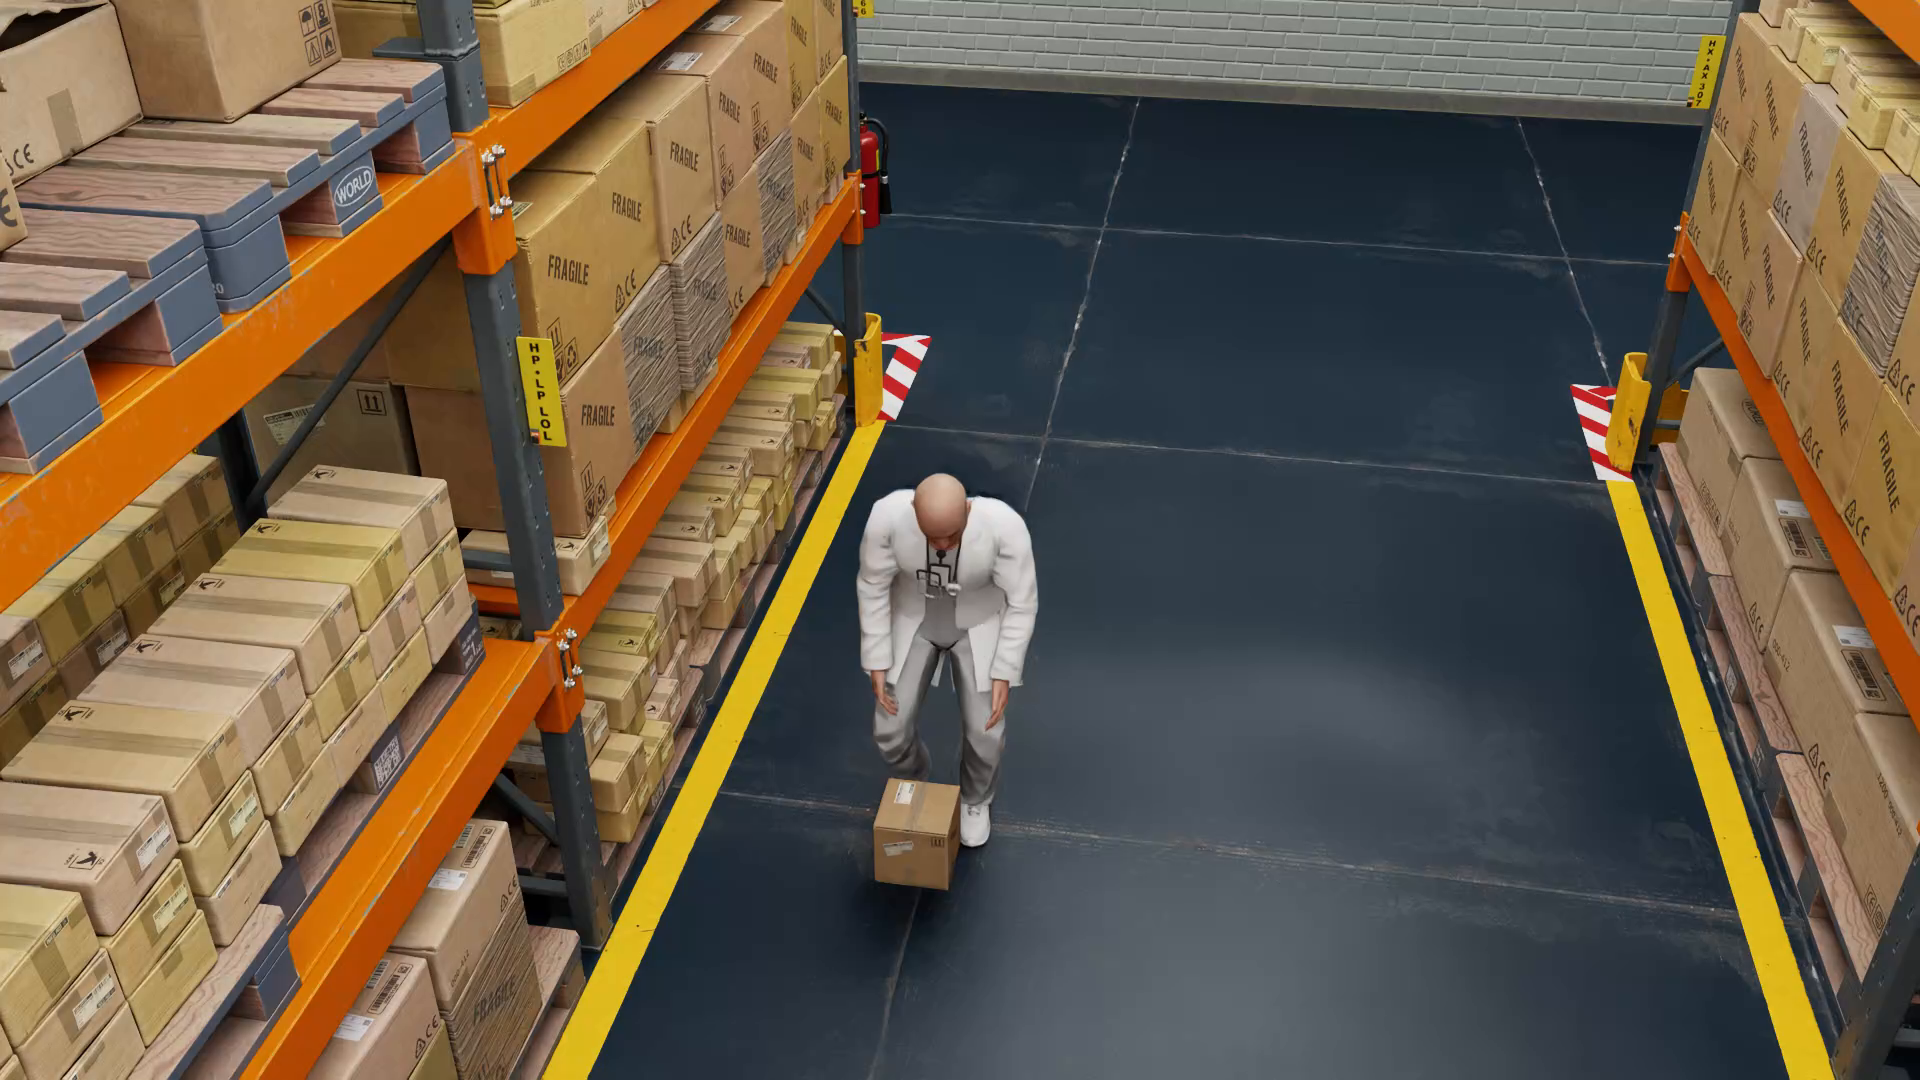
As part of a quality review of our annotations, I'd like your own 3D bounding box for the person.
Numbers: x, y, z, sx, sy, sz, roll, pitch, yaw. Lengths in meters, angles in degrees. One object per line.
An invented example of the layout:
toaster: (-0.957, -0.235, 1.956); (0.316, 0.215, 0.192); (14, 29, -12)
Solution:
person: (-0.035, 0.359, 5.785); (0.625, 1.564, 0.612); (5, 32, 9)
